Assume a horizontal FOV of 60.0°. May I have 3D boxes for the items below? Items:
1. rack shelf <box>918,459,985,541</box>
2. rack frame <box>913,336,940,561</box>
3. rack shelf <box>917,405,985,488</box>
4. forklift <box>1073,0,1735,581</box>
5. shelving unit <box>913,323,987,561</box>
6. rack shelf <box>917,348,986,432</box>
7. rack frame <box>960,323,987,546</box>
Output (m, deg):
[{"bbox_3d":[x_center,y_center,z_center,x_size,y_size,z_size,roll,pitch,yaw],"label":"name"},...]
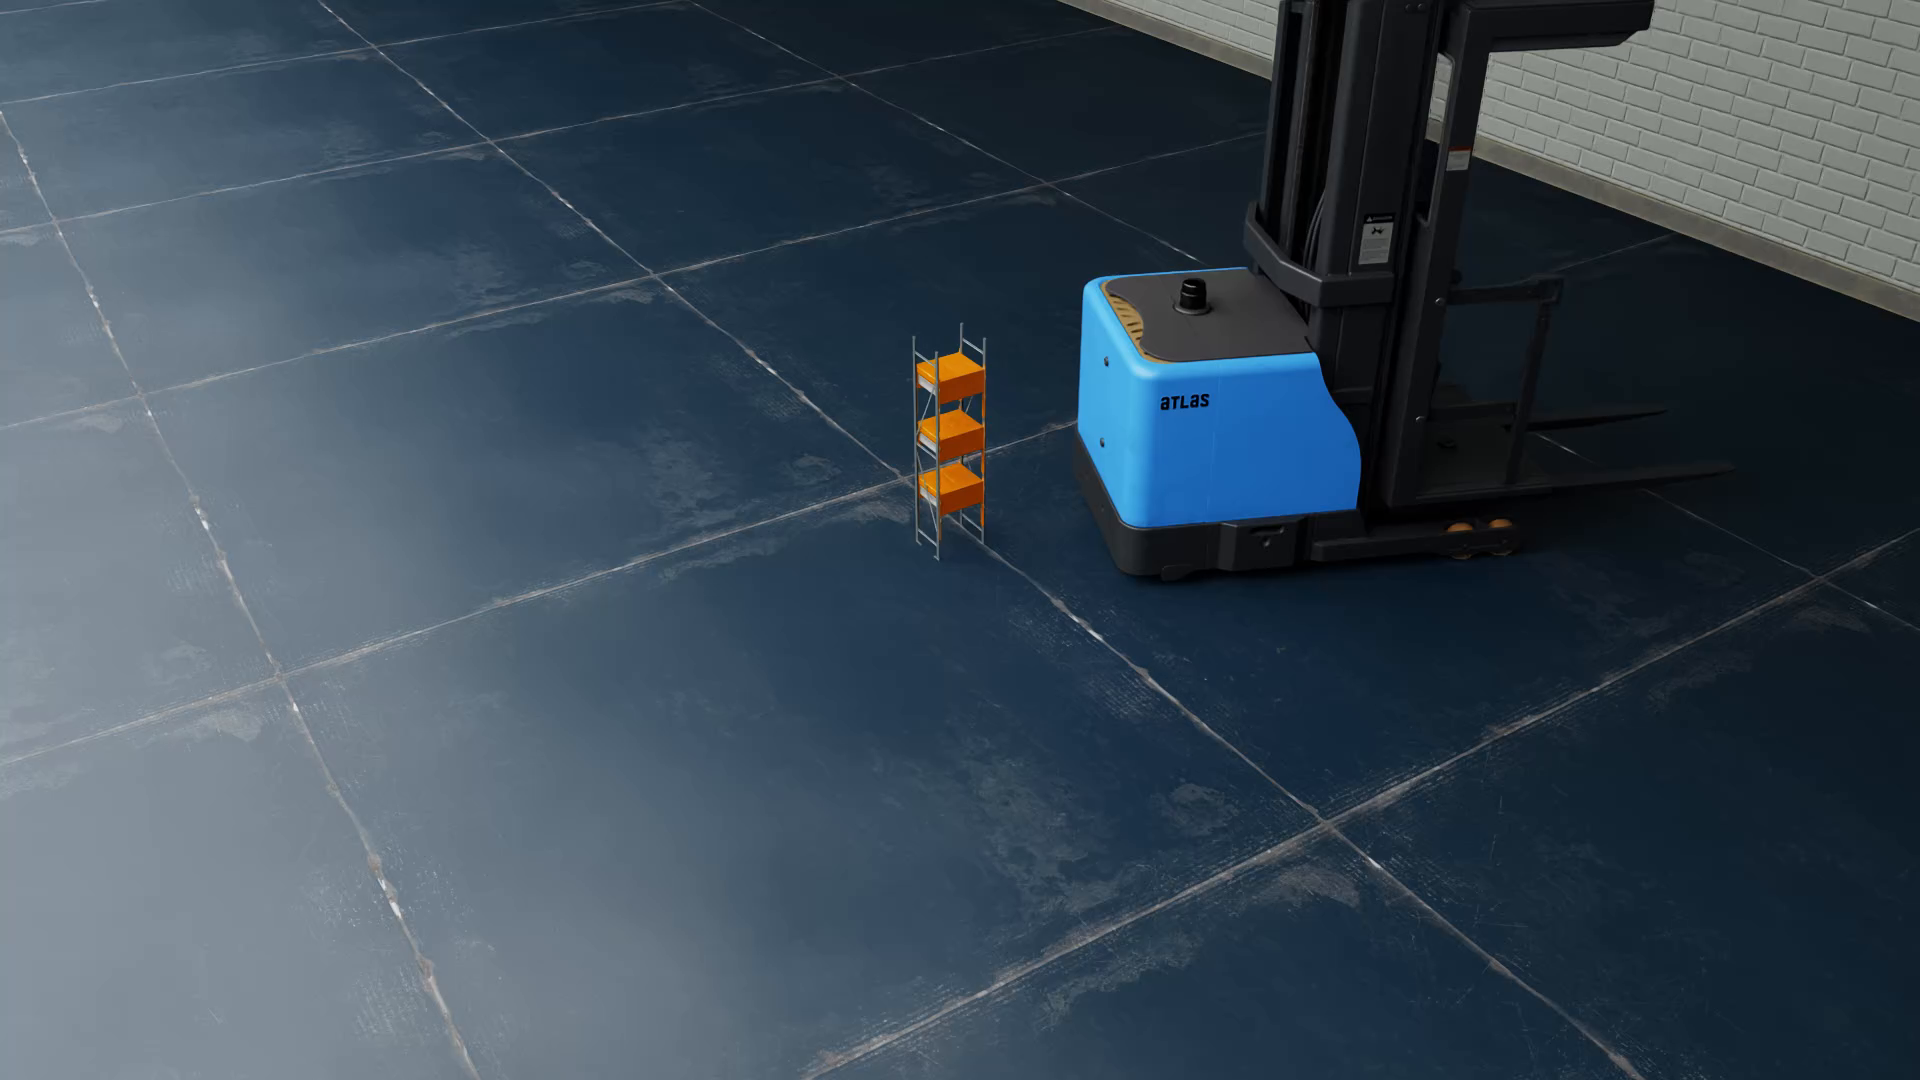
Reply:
[{"bbox_3d":[-0.045,-0.185,7.599,0.240,0.259,0.215,-19,37,-27],"label":"rack shelf"},{"bbox_3d":[-0.148,-0.393,7.389,0.008,1.050,0.200,-19,37,-27],"label":"rack frame"},{"bbox_3d":[-0.045,-0.420,7.451,0.240,0.259,0.215,-19,37,-27],"label":"rack shelf"},{"bbox_3d":[2.119,-1.424,7.260,3.031,2.935,1.130,-5,33,-8],"label":"forklift"},{"bbox_3d":[-0.045,-0.429,7.445,0.252,1.050,0.215,-19,37,-27],"label":"shelving unit"},{"bbox_3d":[-0.045,-0.660,7.300,0.240,0.259,0.215,-19,37,-27],"label":"rack shelf"},{"bbox_3d":[0.058,-0.464,7.501,0.008,1.050,0.200,-19,37,-27],"label":"rack frame"}]
